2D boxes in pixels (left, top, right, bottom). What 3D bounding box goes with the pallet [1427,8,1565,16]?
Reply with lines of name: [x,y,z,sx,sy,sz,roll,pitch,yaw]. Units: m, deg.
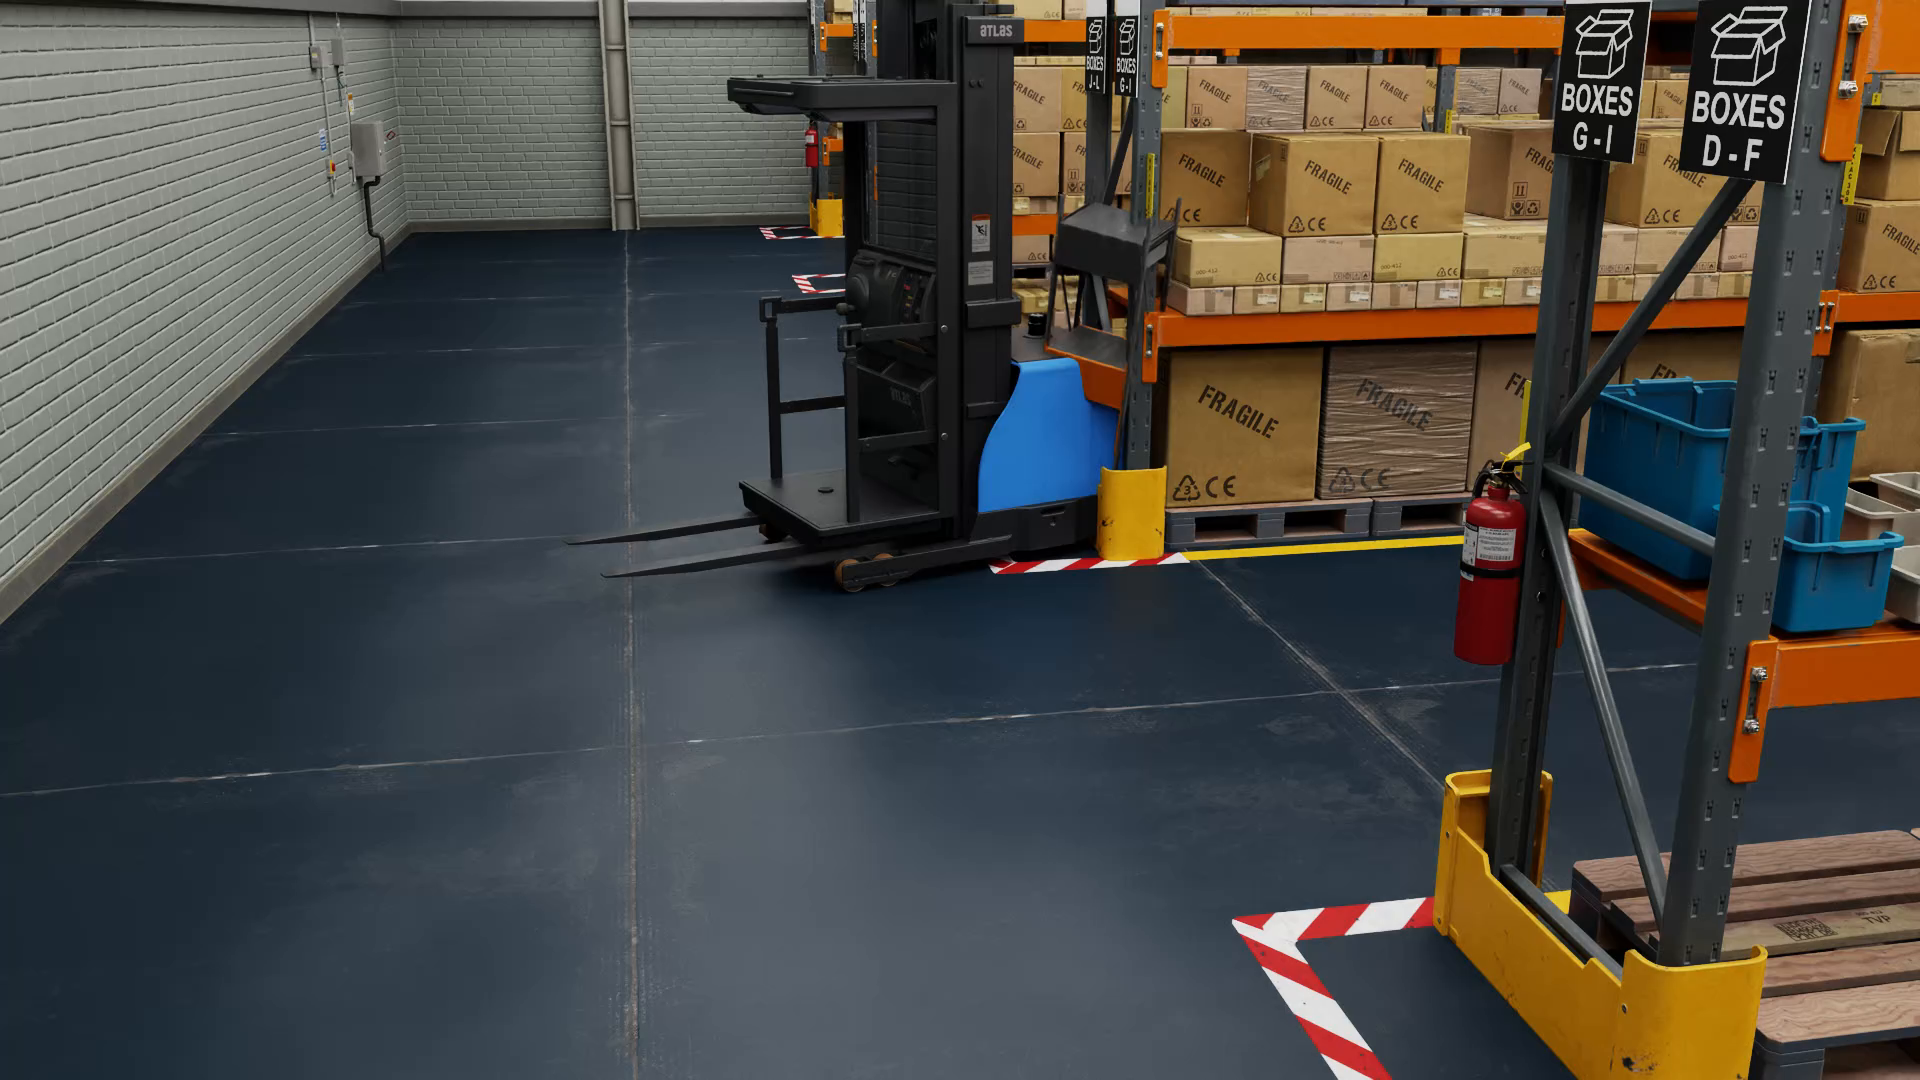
pallet: [4.573,-4.501,14.067,1.003,0.211,1.213,-3,17,-10]

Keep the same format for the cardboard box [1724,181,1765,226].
cardboard box: [4.388,-2.044,9.329,0.500,0.500,0.500,-3,17,-9]

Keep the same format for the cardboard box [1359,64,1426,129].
cardboard box: [3.536,-3.717,13.924,0.500,0.500,0.500,-4,17,-12]

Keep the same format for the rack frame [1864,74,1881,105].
rack frame: [7.874,-3.376,15.194,0.127,3.000,1.000,-3,17,-10]

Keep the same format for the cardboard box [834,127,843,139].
cardboard box: [-1.589,-5.601,22.868,0.250,0.149,0.380,-3,17,-11]

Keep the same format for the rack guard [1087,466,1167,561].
rack guard: [0.837,-0.298,9.432,0.348,0.500,1.175,-3,17,-10]

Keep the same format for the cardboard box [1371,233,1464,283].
cardboard box: [2.387,-1.572,9.070,0.500,0.250,0.500,-4,17,-12]

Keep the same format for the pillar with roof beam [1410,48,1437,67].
pillar with roof beam: [7.816,-8.187,20.640,0.400,9.000,9.100,-3,17,-10]

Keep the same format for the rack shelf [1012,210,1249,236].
rack shelf: [1.983,-2.698,14.211,4.000,0.370,1.077,-3,17,-10]

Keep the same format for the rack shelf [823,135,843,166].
rack shelf: [-0.001,-5.550,23.497,4.000,0.370,1.077,-3,17,-10]

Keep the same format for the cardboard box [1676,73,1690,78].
cardboard box: [10.948,-6.925,24.968,0.250,0.149,0.380,-3,17,-9]

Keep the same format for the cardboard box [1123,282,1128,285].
cardboard box: [1.498,-2.231,14.593,0.250,0.149,0.380,-3,17,-8]

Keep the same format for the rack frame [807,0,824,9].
rack frame: [-1.964,-8.650,22.148,0.127,3.000,1.000,-3,17,-10]

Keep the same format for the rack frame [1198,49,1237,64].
rack frame: [2.908,-4.574,19.096,0.127,3.000,1.000,-3,17,-10]

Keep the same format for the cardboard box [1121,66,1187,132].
cardboard box: [1.520,-3.599,13.541,0.500,0.500,0.500,-4,17,-12]

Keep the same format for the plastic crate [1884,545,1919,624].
plastic crate: [2.436,0.118,4.167,0.298,0.136,0.250,-3,17,-10]

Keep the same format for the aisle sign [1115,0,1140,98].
aisle sign: [0.847,-2.647,8.393,0.004,0.787,0.394,-3,17,-10]

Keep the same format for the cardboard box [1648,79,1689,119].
cardboard box: [8.352,-5.209,19.769,0.500,0.500,0.500,-3,17,-10]

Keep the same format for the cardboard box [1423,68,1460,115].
cardboard box: [5.387,-5.162,19.136,0.500,0.500,0.500,-3,17,-10]

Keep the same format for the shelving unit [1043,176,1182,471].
shelving unit: [0.744,-0.854,9.011,0.503,2.100,0.431,20,34,23]

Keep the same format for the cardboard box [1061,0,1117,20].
cardboard box: [1.026,-4.272,13.257,0.500,0.250,0.500,-3,17,-9]

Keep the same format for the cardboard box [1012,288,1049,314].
cardboard box: [0.598,-1.984,13.789,0.250,0.149,0.380,-4,18,-13]

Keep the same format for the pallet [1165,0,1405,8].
pallet: [1.587,-2.931,8.786,1.213,0.211,1.003,-3,17,-10]

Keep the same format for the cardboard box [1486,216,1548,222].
cardboard box: [3.281,-1.781,9.749,0.500,0.250,0.500,-3,17,-9]

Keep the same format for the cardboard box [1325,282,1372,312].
cardboard box: [2.031,-1.343,9.004,0.250,0.149,0.380,-4,17,-11]

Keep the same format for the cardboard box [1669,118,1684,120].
cardboard box: [6.618,-3.728,15.041,0.250,0.149,0.380,-4,18,-13]

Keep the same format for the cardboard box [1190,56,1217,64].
cardboard box: [2.666,-5.301,18.485,0.250,0.149,0.380,-4,17,-12]

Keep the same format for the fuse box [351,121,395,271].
fuse box: [-6.806,-4.028,19.513,0.414,1.711,0.539,-3,17,-10]

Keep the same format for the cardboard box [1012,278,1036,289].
cardboard box: [0.491,-2.155,14.346,0.250,0.149,0.380,-3,17,-10]

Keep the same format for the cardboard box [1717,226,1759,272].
cardboard box: [4.405,-1.688,9.447,0.500,0.250,0.500,-4,17,-11]

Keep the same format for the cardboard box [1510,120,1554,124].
cardboard box: [5.079,-3.640,14.755,0.250,0.149,0.380,-3,17,-11]

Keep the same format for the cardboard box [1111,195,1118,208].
cardboard box: [1.144,-2.813,13.790,0.250,0.149,0.380,-2,17,-8]

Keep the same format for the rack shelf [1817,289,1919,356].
rack shelf: [6.752,-1.485,10.263,4.000,0.370,1.077,-3,17,-10]

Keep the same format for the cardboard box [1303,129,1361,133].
cardboard box: [3.015,-3.206,13.964,0.500,0.500,0.500,-4,17,-12]

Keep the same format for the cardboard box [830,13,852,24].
cardboard box: [-1.607,-7.047,22.465,0.250,0.149,0.380,-3,17,-9]

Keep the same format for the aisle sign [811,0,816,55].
aisle sign: [-1.976,-6.936,22.359,0.004,0.787,0.394,-3,17,-10]

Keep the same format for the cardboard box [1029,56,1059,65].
cardboard box: [0.913,-5.202,18.160,0.250,0.149,0.380,-4,17,-12]

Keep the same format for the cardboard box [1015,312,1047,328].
cardboard box: [0.582,-1.865,13.910,0.250,0.149,0.380,-3,17,-8]

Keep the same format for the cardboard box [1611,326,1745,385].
cardboard box: [4.125,-0.889,10.000,0.875,0.875,0.875,-3,17,-10]

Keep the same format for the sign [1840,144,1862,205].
sign: [4.895,-2.009,9.135,0.005,0.325,0.100,-3,17,-10]

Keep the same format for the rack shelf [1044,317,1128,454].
rack shelf: [0.743,-0.842,9.018,0.480,0.518,0.431,20,34,23]

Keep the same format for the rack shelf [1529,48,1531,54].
rack shelf: [8.799,-5.998,19.849,4.000,0.370,1.077,-3,17,-10]

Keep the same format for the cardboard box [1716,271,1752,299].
cardboard box: [4.298,-1.472,9.422,0.250,0.149,0.380,-3,17,-9]

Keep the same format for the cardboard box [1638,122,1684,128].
cardboard box: [4.270,-2.193,9.816,0.500,0.500,0.500,-3,17,-10]

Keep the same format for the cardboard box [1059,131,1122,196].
cardboard box: [1.033,-3.103,13.628,0.500,0.500,0.500,-3,17,-10]

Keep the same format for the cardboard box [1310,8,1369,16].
cardboard box: [3.024,-4.385,13.628,0.500,0.250,0.500,-3,17,-11]

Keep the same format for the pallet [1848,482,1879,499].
pallet: [5.532,-0.449,10.415,1.213,0.211,1.003,-3,17,-10]

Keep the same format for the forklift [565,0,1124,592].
forklift: [-0.545,-1.313,8.594,3.031,2.935,1.130,-9,19,-28]

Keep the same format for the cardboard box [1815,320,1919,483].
cardboard box: [5.413,-0.944,10.180,0.875,0.875,1.225,-3,17,-10]

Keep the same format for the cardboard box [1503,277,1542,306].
cardboard box: [3.039,-1.400,9.190,0.250,0.149,0.380,-3,17,-10]

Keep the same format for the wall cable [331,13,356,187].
wall cable: [-6.831,-4.925,18.506,0.122,1.984,0.588,-3,17,-10]

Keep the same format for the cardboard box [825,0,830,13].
cardboard box: [-1.579,-7.390,22.903,0.500,0.250,0.500,-4,17,-11]
